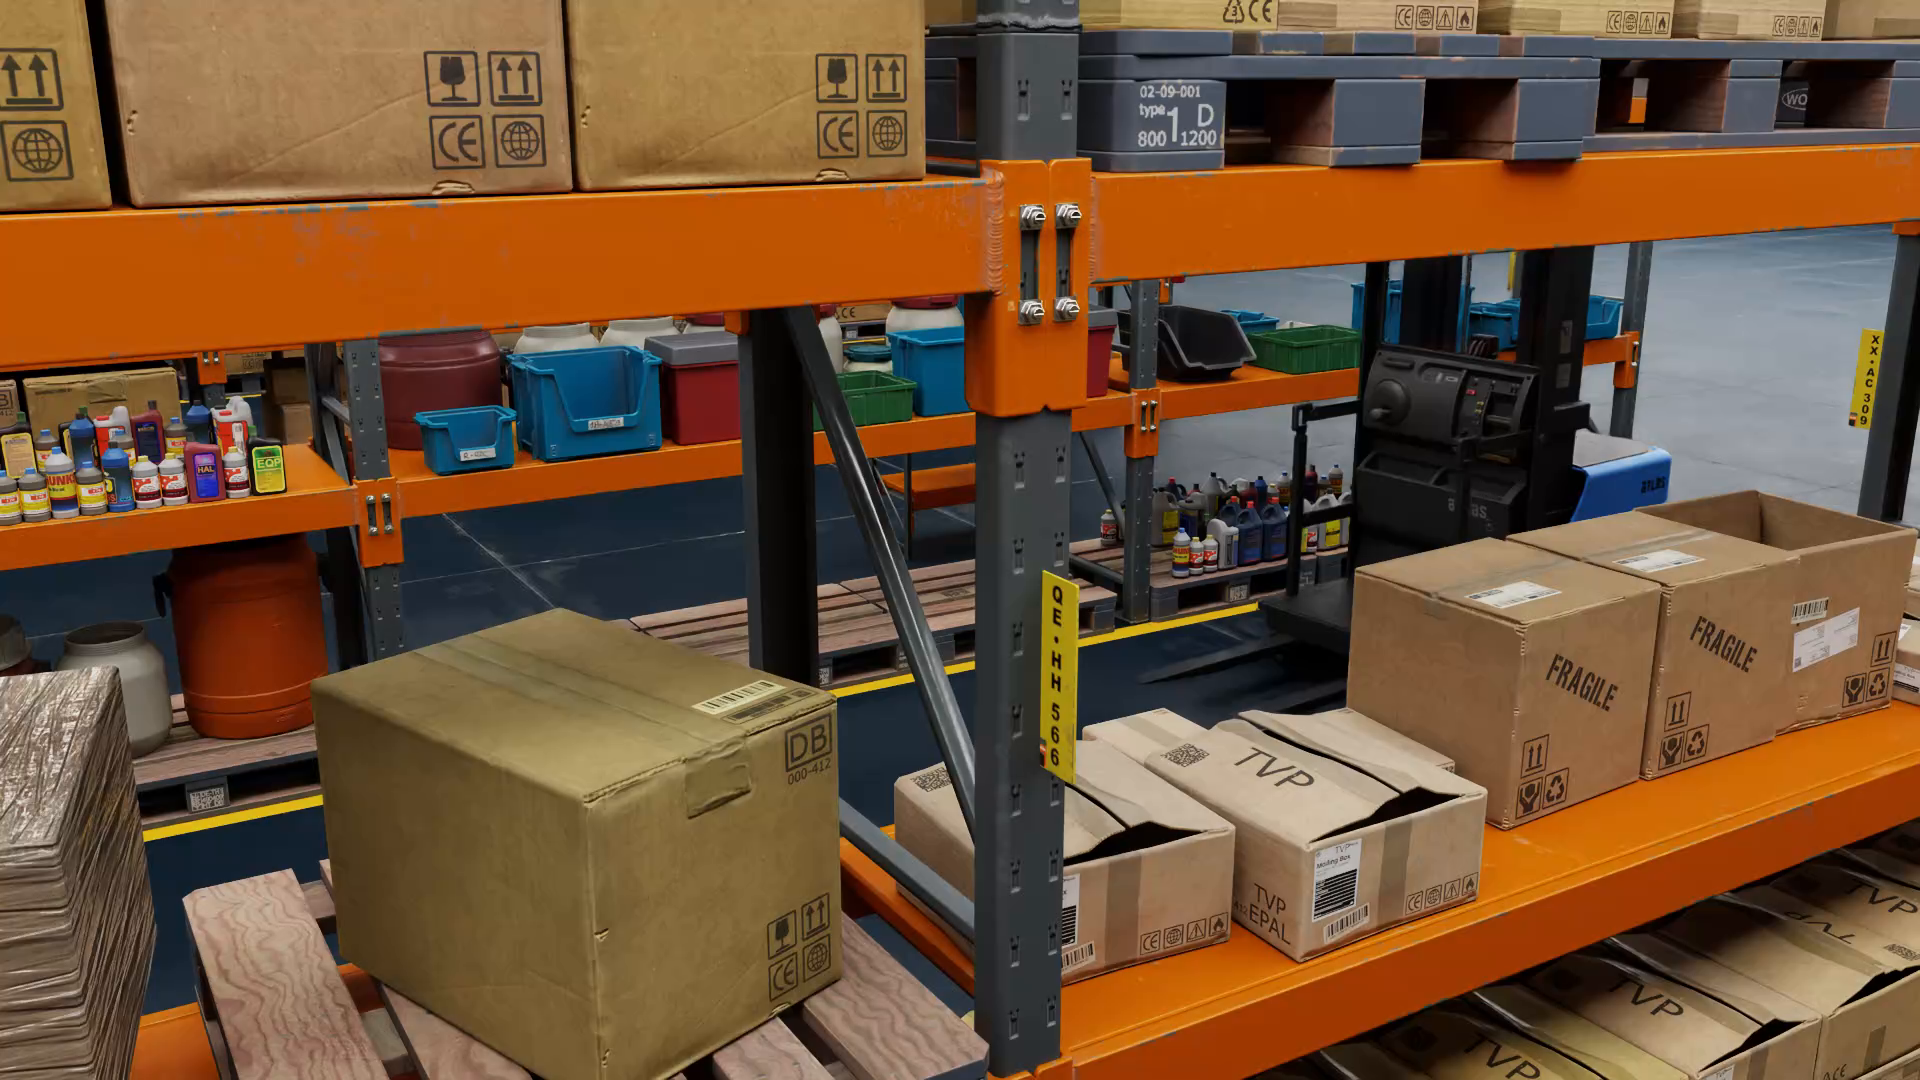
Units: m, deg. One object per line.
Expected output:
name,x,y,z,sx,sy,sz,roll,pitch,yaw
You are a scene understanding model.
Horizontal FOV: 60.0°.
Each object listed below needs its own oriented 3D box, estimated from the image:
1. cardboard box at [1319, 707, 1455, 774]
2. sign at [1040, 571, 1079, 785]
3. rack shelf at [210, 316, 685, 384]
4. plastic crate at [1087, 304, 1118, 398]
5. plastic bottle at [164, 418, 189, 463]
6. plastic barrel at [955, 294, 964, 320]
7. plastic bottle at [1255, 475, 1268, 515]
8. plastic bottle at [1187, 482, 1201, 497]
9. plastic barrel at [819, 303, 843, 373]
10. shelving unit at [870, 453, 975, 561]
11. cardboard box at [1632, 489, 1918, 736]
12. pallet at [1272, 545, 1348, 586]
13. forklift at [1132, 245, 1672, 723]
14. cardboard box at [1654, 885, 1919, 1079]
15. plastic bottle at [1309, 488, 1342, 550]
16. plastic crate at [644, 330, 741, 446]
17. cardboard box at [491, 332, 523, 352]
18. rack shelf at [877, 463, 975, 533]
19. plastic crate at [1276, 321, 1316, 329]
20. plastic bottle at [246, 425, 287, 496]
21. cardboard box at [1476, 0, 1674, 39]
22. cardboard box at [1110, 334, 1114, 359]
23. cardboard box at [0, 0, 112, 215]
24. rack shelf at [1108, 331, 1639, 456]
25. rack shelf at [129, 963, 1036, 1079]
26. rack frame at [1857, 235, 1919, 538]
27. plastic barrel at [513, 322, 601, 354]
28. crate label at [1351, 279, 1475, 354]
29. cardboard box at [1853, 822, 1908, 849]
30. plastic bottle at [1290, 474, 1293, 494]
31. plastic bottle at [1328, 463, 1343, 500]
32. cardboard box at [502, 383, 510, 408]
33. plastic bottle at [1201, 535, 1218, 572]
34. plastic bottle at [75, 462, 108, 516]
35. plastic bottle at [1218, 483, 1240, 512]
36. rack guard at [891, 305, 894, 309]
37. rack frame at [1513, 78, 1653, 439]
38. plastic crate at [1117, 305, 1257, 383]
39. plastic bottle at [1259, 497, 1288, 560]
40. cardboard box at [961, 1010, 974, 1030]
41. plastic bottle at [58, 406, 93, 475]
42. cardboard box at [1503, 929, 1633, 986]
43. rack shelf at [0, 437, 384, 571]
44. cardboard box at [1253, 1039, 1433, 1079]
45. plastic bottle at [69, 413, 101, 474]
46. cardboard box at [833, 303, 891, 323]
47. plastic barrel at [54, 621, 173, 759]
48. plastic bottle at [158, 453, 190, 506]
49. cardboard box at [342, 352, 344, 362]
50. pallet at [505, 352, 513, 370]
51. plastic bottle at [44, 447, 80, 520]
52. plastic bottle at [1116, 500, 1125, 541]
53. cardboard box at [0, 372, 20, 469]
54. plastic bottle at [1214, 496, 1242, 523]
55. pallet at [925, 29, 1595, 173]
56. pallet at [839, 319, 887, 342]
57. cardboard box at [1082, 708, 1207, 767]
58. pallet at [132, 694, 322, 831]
cardboard box,0.929,0.540,3.891,0.250,0.149,0.380,-8,17,-26
sign,0.152,0.214,2.589,0.005,0.325,0.100,-9,18,-30
rack shelf,-3.520,-1.615,12.445,4.000,0.370,1.077,-9,18,-30
plastic crate,0.488,-0.986,8.751,0.583,0.464,0.402,-9,18,-30
plastic bottle,-3.418,-0.433,7.264,0.097,0.201,0.097,0,16,0
plastic barrel,0.258,-1.351,9.243,0.708,0.901,0.600,-9,18,-30
plastic bottle,1.906,-0.278,10.582,0.097,0.271,0.097,0,16,0
plastic bottle,1.432,-0.212,10.327,0.133,0.283,0.061,-8,17,-26
plastic barrel,-0.817,-0.974,8.576,0.433,0.535,0.433,0,16,0
shelving unit,-0.006,-0.541,10.755,1.048,1.125,0.538,-9,18,-30
cardboard box,2.175,0.182,4.520,0.500,0.500,0.500,-8,17,-26
pallet,2.389,-0.005,10.536,1.213,0.211,1.003,-9,18,-30
forklift,2.215,-0.715,8.029,3.031,2.935,1.130,-11,19,-35
cardboard box,2.222,1.170,4.454,0.500,0.311,0.500,-9,18,-30
plastic bottle,2.177,-0.131,9.912,0.185,0.351,0.144,-9,18,-30
plastic crate,-1.141,-0.722,7.809,0.583,0.464,0.402,-9,18,-30
cardboard box,-4.759,-2.413,17.349,0.750,0.750,1.050,-9,18,-30
rack shelf,-0.006,-0.305,10.821,1.000,0.278,0.538,-9,18,-30
plastic crate,2.007,-1.250,10.302,0.437,0.136,0.530,-9,18,-30
plastic bottle,-2.810,-0.326,6.731,0.133,0.283,0.061,-9,18,-30
cardboard box,1.161,-1.195,3.558,0.500,0.250,0.500,-10,18,-31
cardboard box,1.079,-1.711,15.308,0.500,0.500,0.500,-6,17,-19
cardboard box,-1.375,-0.671,2.005,0.500,0.500,0.910,-9,18,-30
rack shelf,2.460,-1.025,10.341,4.000,0.370,1.077,-9,18,-30
rack shelf,-1.850,1.234,2.283,4.000,0.370,1.077,-9,18,-30
rack frame,3.293,0.053,5.162,0.127,3.000,1.000,-9,18,-30
plastic barrel,-1.912,-0.783,7.940,0.421,0.512,0.421,0,16,0
crate label,2.736,-1.348,10.095,0.616,0.435,0.502,-9,18,-30
cardboard box,2.811,0.905,5.401,0.500,0.311,0.500,-9,18,-30
plastic bottle,2.166,-0.320,10.733,0.097,0.271,0.097,0,16,0
plastic bottle,2.459,-0.367,10.903,0.097,0.271,0.097,0,16,0
cardboard box,-3.719,-0.949,12.556,0.500,0.500,0.700,-8,17,-25
plastic bottle,1.419,0.071,9.467,0.097,0.201,0.097,0,16,0
plastic bottle,-3.367,-0.202,6.441,0.097,0.201,0.097,0,16,0
plastic bottle,1.665,-0.205,10.300,0.133,0.283,0.061,-9,18,-30
rack guard,-0.824,-2.756,19.817,0.348,0.500,1.175,-9,18,-30
rack frame,4.174,-1.649,11.236,0.127,3.000,1.000,-9,18,-30
plastic crate,1.260,-1.107,9.415,0.504,0.338,0.767,-9,18,-30
plastic bottle,1.813,-0.072,9.701,0.185,0.351,0.144,-10,19,-32
cardboard box,0.187,1.331,3.880,0.500,0.311,0.500,-9,18,-28
plastic bottle,-3.756,-0.423,7.078,0.133,0.283,0.061,-9,18,-30
cardboard box,1.493,1.119,4.638,0.500,0.311,0.500,-9,18,-28
rack shelf,-4.398,0.087,6.374,4.000,0.370,1.077,-9,18,-30
cardboard box,0.911,1.381,3.702,0.500,0.311,0.500,-10,18,-31
plastic bottle,-3.700,-0.402,7.023,0.097,0.271,0.097,0,16,0
cardboard box,-1.392,-3.026,19.307,0.875,0.875,0.875,-9,18,-29
plastic barrel,-3.532,0.630,6.937,0.421,0.512,0.421,0,16,0
plastic bottle,-3.117,-0.243,6.586,0.097,0.201,0.097,0,16,0
cardboard box,-4.226,-1.228,12.162,0.500,0.250,0.500,-7,17,-23
pallet,-4.896,-1.933,17.415,1.213,0.211,1.003,-9,18,-30
plastic bottle,-3.450,-0.222,6.383,0.097,0.271,0.097,0,16,0
plastic bottle,0.988,-0.140,10.070,0.133,0.283,0.061,-8,18,-27
cardboard box,-6.605,-0.649,10.826,0.875,0.875,1.225,-9,18,-30
plastic bottle,1.577,-0.079,9.727,0.185,0.351,0.144,-9,18,-30
pallet,0.400,-0.859,3.209,1.003,0.211,1.213,-8,18,-27
pallet,-1.490,-2.485,19.383,1.213,0.211,1.003,-9,18,-30
cardboard box,0.493,0.541,3.886,0.250,0.149,0.380,-9,18,-30
pallet,-3.338,0.925,7.219,1.213,0.211,1.003,-9,18,-30
